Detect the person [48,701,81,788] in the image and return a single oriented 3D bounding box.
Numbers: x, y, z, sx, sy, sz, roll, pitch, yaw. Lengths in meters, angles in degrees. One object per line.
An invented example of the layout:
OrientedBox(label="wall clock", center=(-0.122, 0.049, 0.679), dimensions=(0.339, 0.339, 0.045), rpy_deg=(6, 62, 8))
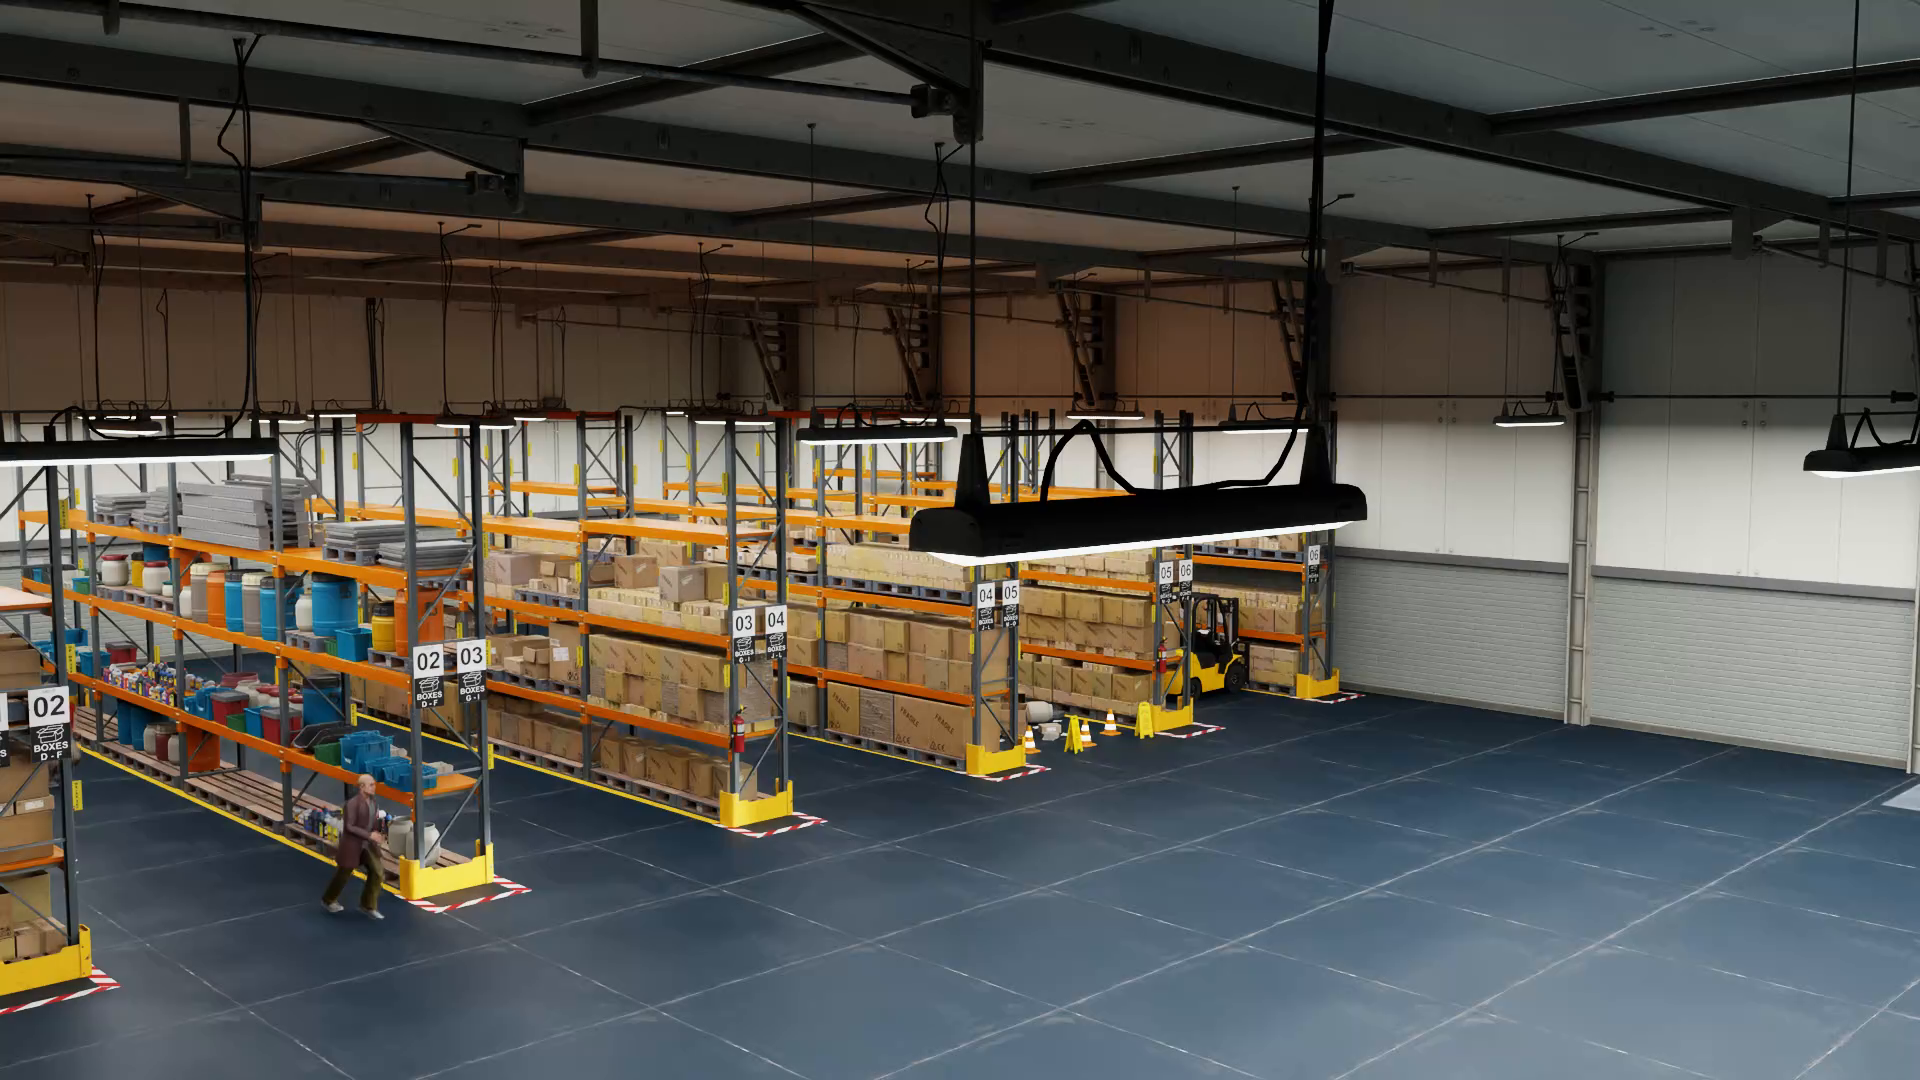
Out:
OrientedBox(label="person", center=(-14.452, 3.197, 26.745), dimensions=(0.854, 1.615, 0.679), rpy_deg=(3, 6, 30))

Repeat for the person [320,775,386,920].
OrientedBox(label="person", center=(-7.336, 3.729, 20.207), dimensions=(0.958, 1.805, 0.686), rpy_deg=(2, 5, 24))
